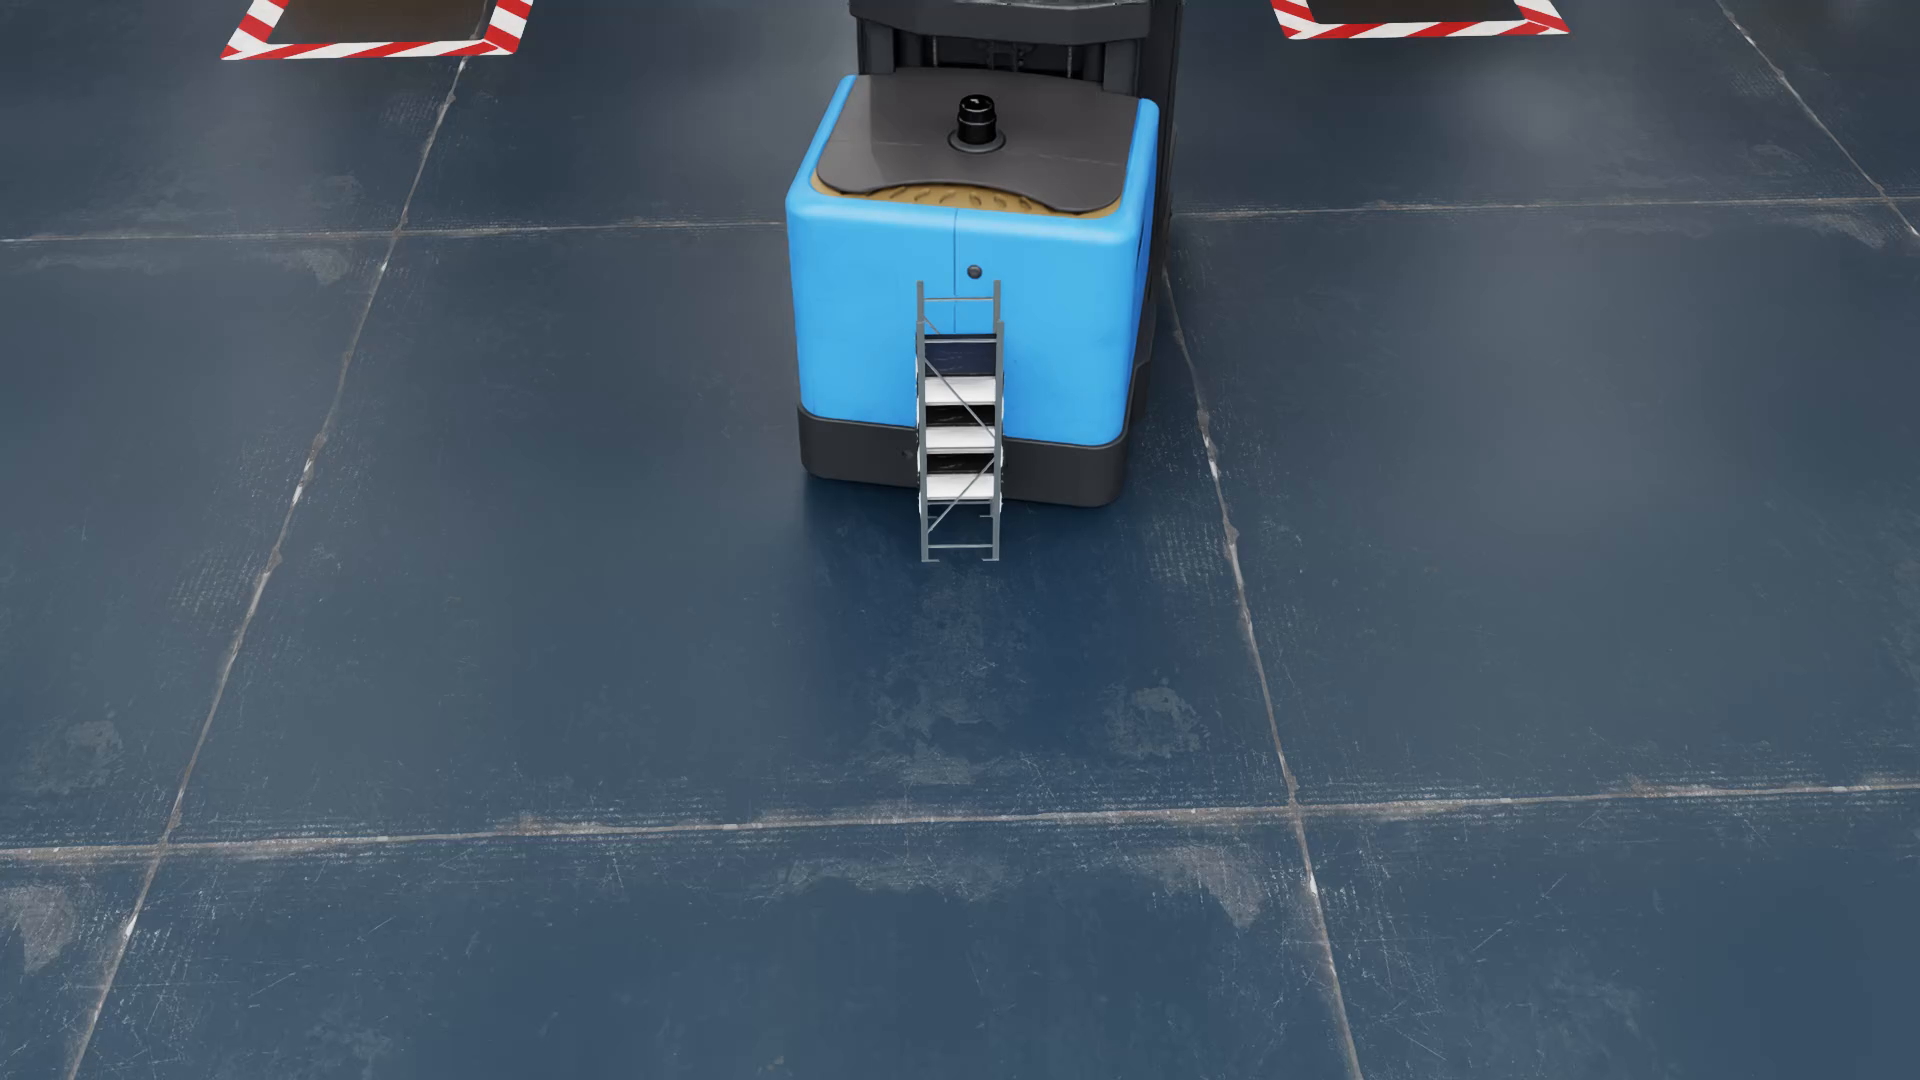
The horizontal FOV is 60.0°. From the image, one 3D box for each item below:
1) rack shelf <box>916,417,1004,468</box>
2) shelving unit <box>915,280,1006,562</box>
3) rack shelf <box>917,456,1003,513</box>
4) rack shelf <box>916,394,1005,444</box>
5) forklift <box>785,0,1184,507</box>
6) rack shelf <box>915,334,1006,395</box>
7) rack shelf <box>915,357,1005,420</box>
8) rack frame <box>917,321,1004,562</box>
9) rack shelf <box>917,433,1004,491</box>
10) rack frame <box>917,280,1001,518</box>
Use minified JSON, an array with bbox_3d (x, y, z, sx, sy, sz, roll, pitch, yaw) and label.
[{"bbox_3d":[-0.001,-0.311,4.973,0.258,0.077,0.200,-1,42,-1],"label":"rack shelf"},{"bbox_3d":[-0.001,-0.336,4.950,0.258,0.900,0.210,-1,42,-1],"label":"shelving unit"},{"bbox_3d":[-0.001,-0.178,5.094,0.258,0.077,0.200,-1,42,-1],"label":"rack shelf"},{"bbox_3d":[-0.001,-0.378,4.912,0.258,0.077,0.200,-1,42,-1],"label":"rack shelf"},{"bbox_3d":[0.236,-2.188,5.468,1.130,2.935,3.031,7,43,7],"label":"forklift"},{"bbox_3d":[-0.001,-0.510,4.790,0.258,0.077,0.200,-1,42,-1],"label":"rack shelf"},{"bbox_3d":[-0.001,-0.444,4.851,0.258,0.077,0.200,-1,42,-1],"label":"rack shelf"},{"bbox_3d":[0.001,-0.267,4.875,0.240,0.900,0.006,-1,42,-1],"label":"rack frame"},{"bbox_3d":[-0.001,-0.245,5.034,0.258,0.077,0.200,-1,42,-1],"label":"rack shelf"},{"bbox_3d":[-0.003,-0.404,5.025,0.240,0.900,0.006,-1,42,-1],"label":"rack frame"}]
